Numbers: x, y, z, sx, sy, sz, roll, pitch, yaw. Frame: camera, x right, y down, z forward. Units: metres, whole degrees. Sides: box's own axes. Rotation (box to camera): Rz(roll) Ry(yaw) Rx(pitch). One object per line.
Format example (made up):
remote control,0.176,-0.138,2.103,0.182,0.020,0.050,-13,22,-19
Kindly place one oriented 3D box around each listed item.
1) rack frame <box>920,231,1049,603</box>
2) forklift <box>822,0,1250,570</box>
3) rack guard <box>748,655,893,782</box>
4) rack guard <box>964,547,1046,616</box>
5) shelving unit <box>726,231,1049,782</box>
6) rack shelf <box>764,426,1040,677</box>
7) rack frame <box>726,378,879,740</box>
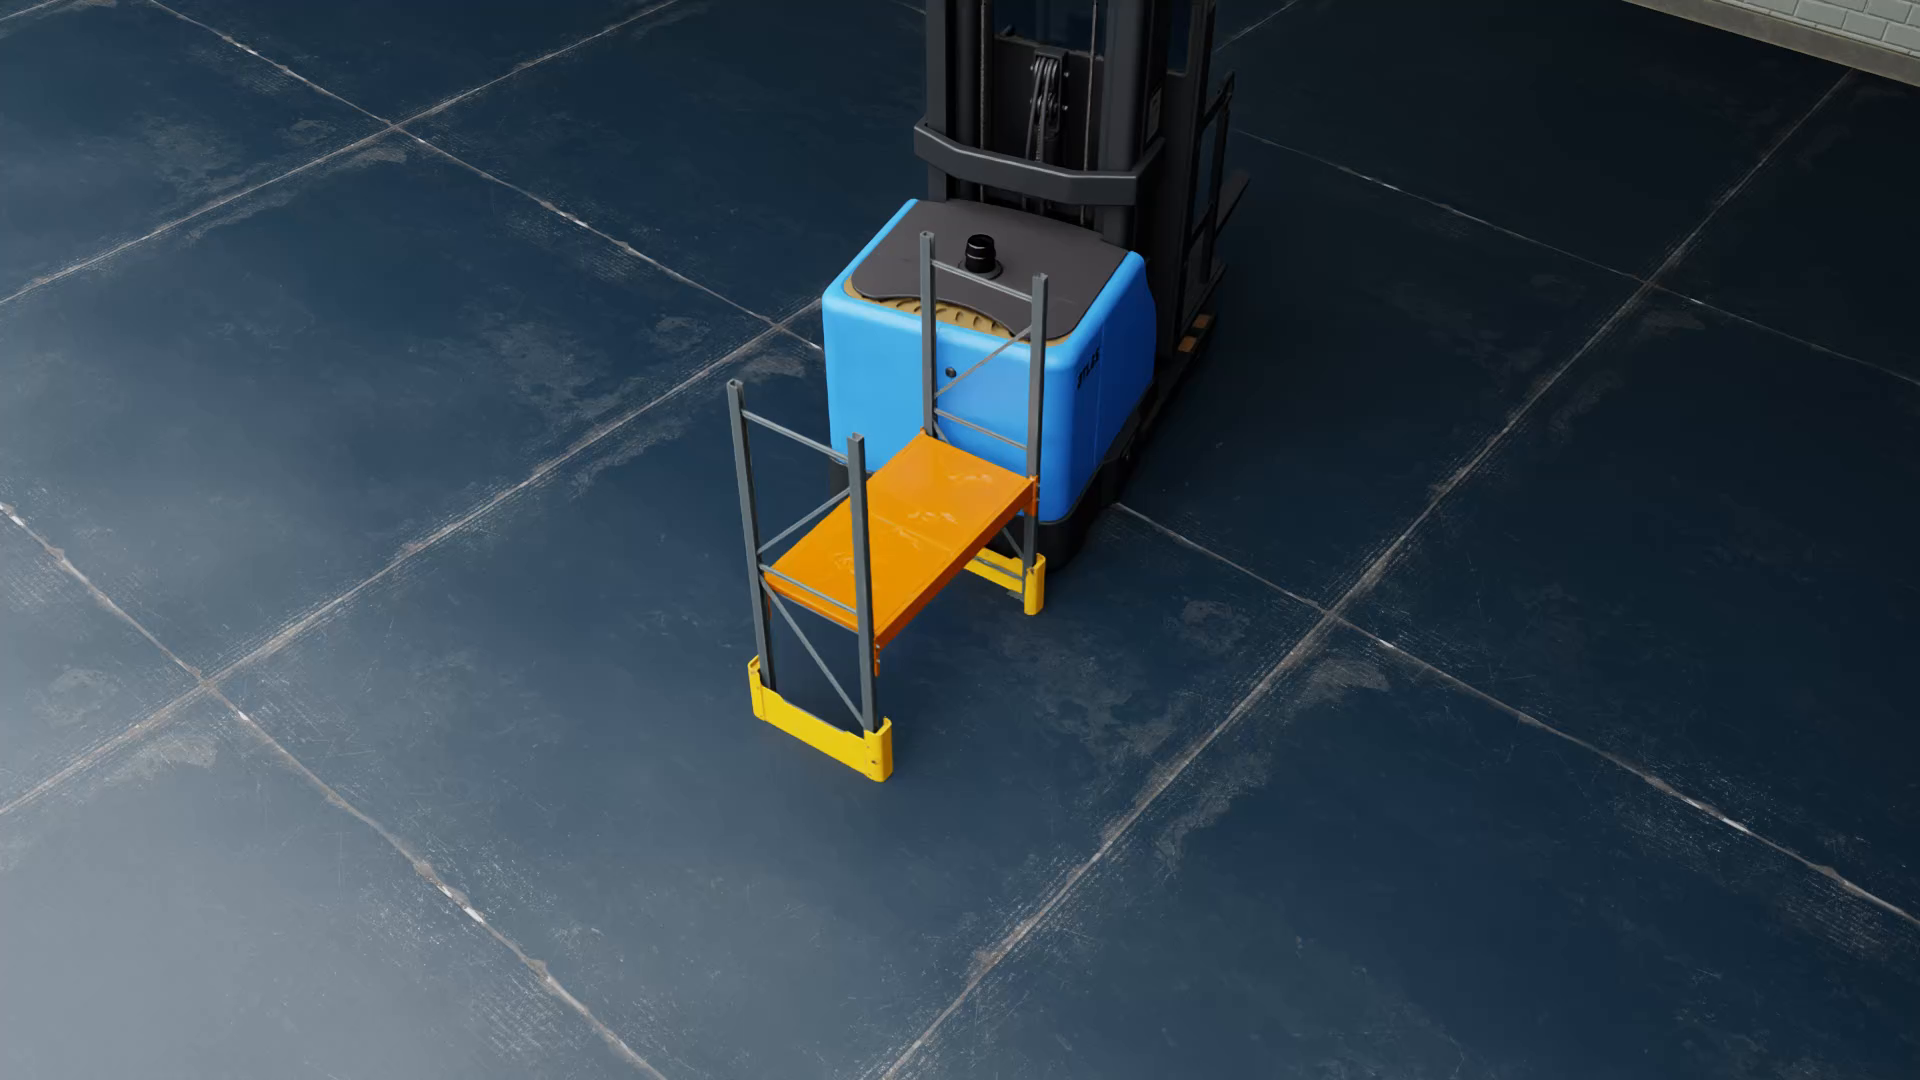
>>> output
rack frame,0.077,-0.400,6.075,0.500,1.500,0.032,25,48,25
forklift,0.542,-1.963,6.730,1.130,2.935,3.031,17,45,18
rack guard,-0.493,0.627,5.874,0.587,0.250,0.087,25,48,25
rack guard,0.066,0.073,6.484,0.587,0.250,0.087,25,48,25
shelving unit,-0.213,-0.112,5.759,0.587,1.500,1.083,25,48,25
rack shelf,-0.208,0.016,5.885,0.538,0.185,1.000,25,48,25
rack frame,-0.494,0.165,5.453,0.500,1.500,0.032,25,48,25
